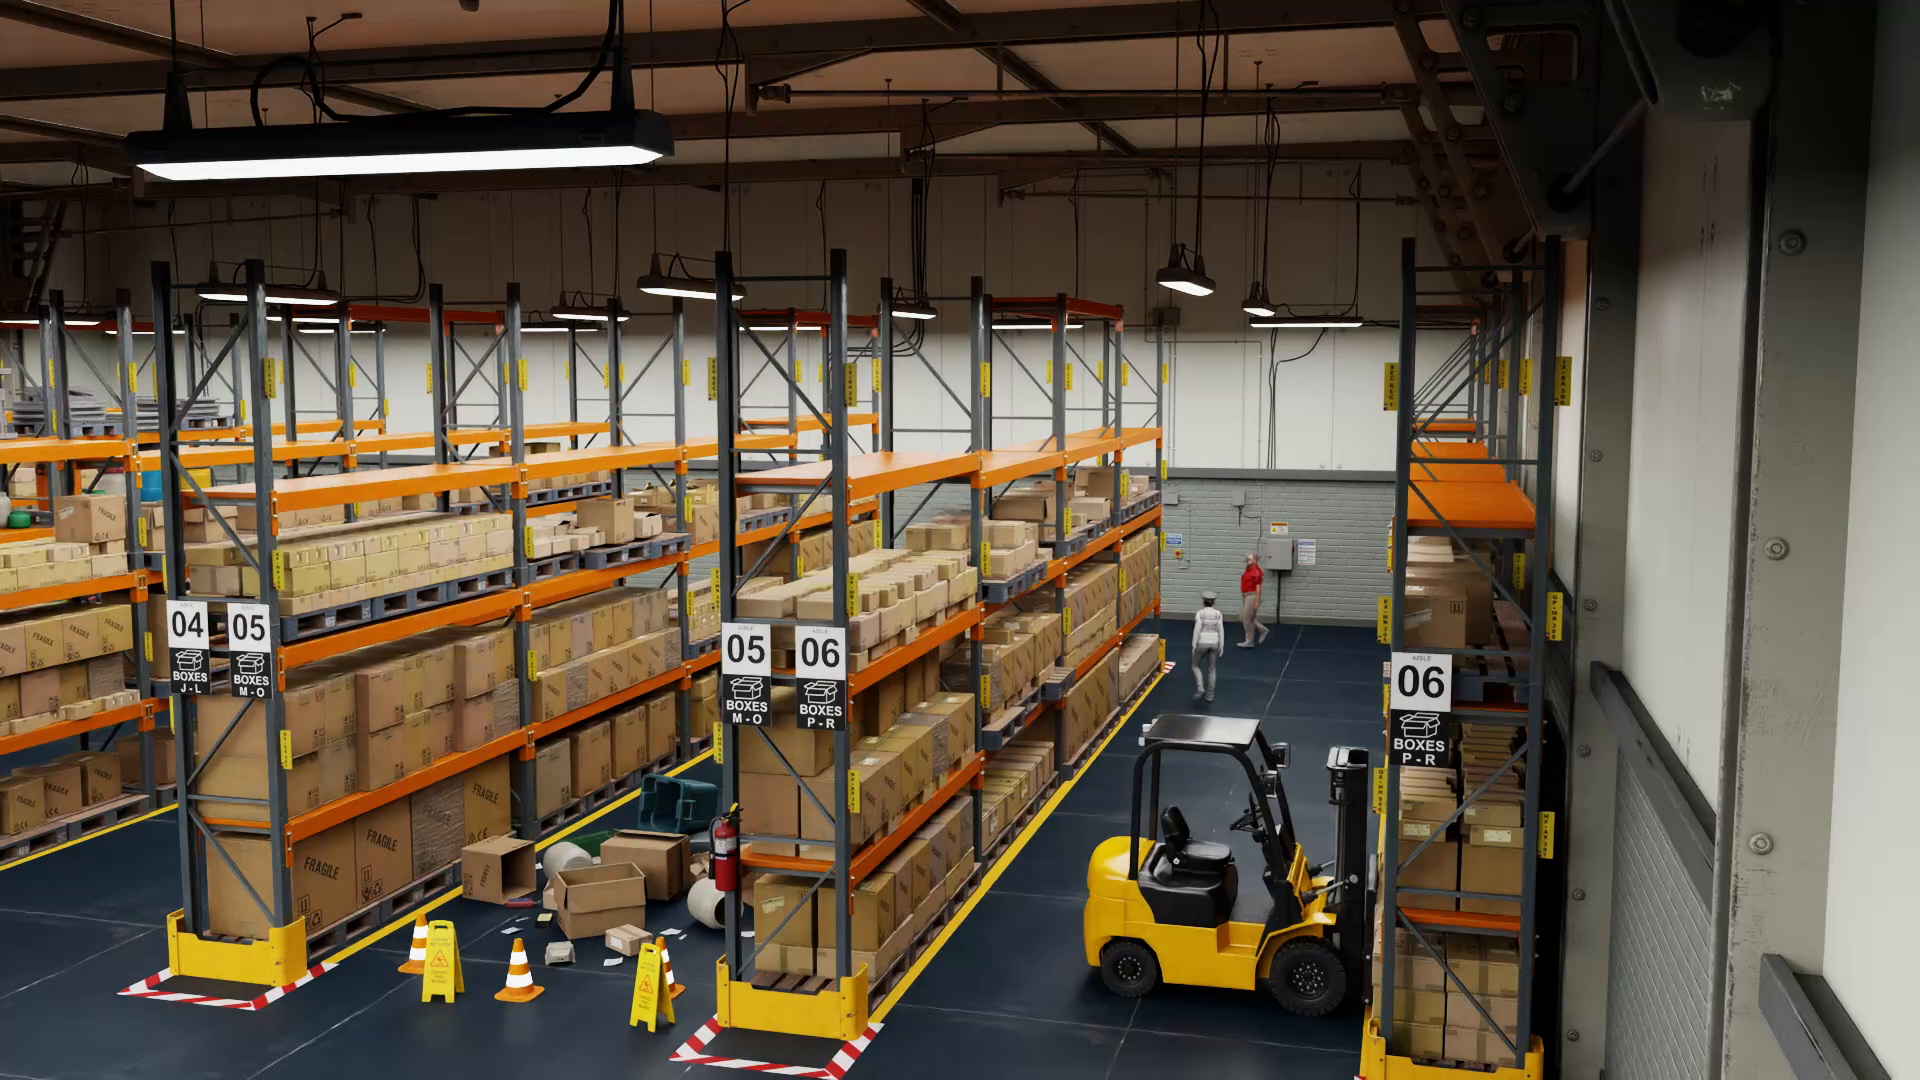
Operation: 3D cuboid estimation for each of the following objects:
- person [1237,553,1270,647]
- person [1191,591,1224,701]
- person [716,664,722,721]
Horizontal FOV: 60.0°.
[{"bbox_3d":[5.366,1.089,30.342,0.617,1.709,0.519,0,6,1],"label":"person"},{"bbox_3d":[3.808,1.632,25.517,0.521,1.682,0.429,-1,6,-11],"label":"person"},{"bbox_3d":[-2.819,2.132,20.679,0.570,1.721,0.502,5,8,41],"label":"person"}]
